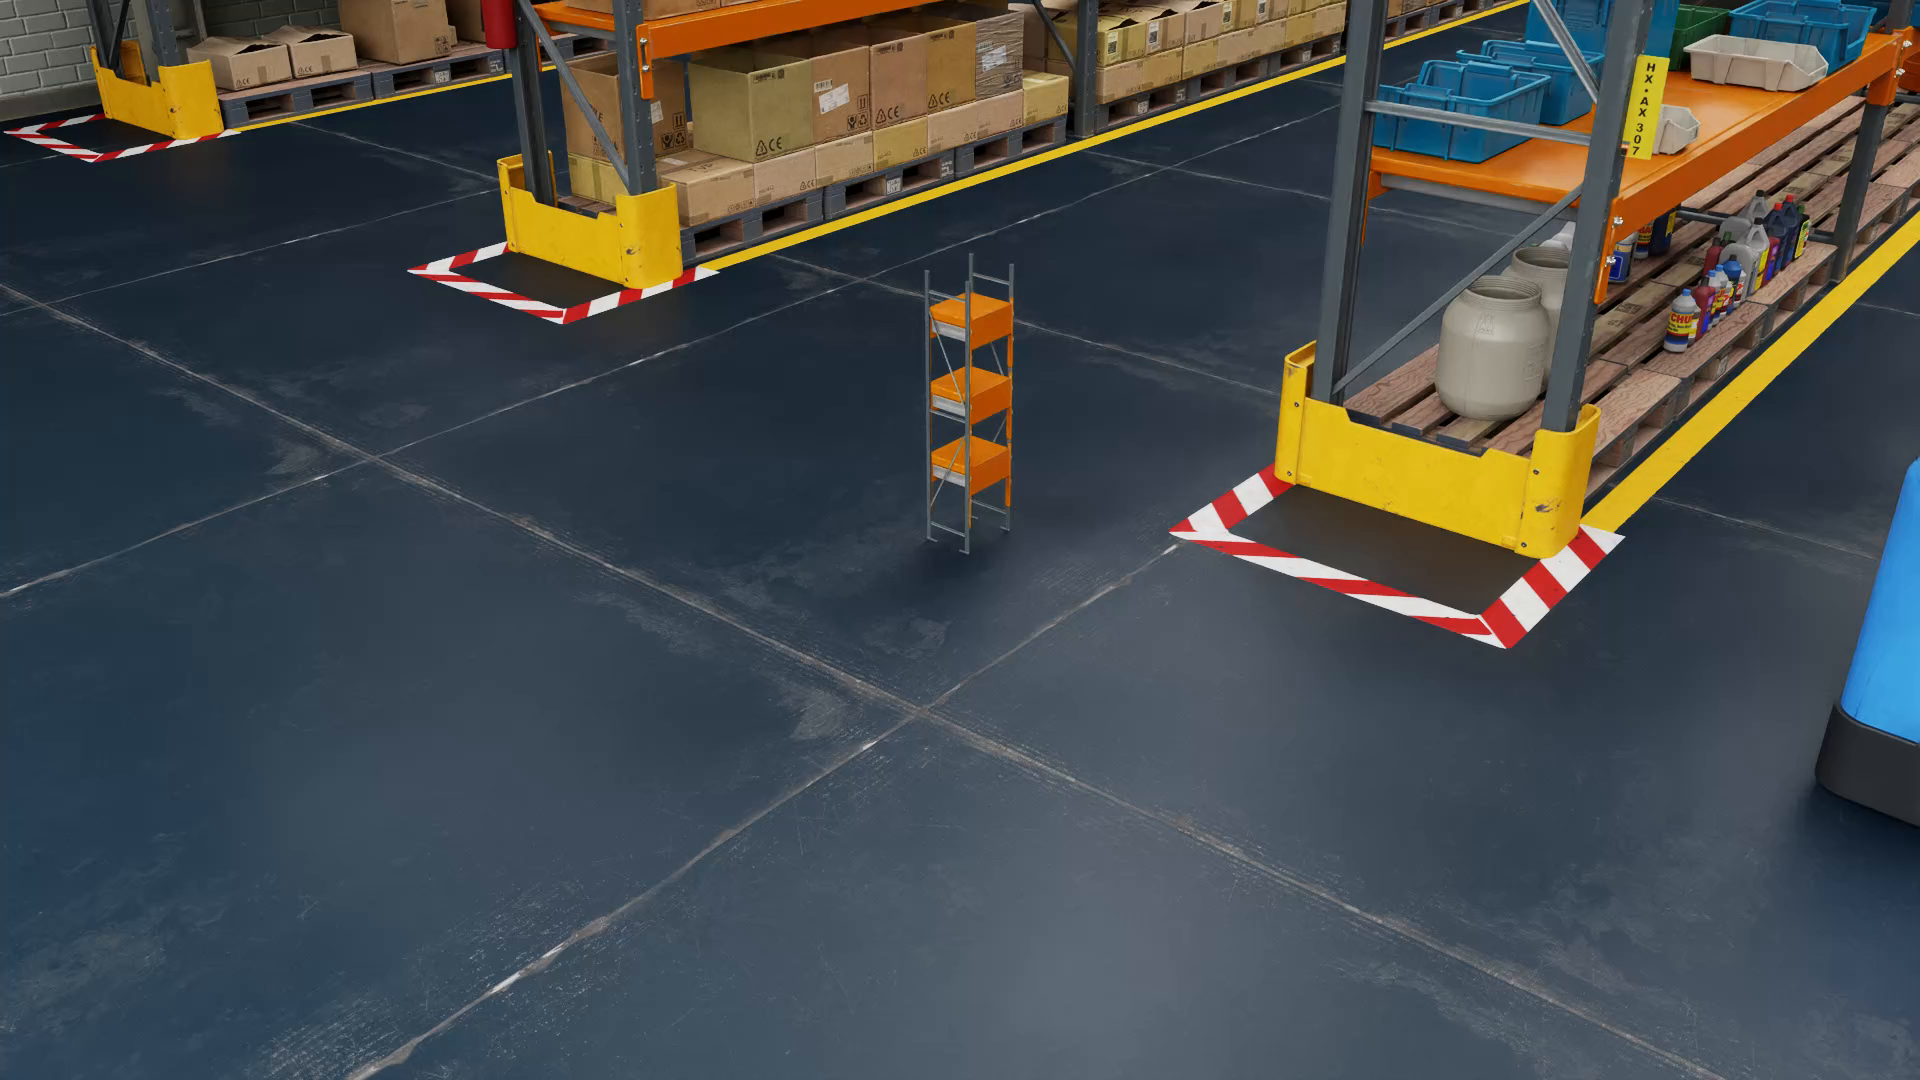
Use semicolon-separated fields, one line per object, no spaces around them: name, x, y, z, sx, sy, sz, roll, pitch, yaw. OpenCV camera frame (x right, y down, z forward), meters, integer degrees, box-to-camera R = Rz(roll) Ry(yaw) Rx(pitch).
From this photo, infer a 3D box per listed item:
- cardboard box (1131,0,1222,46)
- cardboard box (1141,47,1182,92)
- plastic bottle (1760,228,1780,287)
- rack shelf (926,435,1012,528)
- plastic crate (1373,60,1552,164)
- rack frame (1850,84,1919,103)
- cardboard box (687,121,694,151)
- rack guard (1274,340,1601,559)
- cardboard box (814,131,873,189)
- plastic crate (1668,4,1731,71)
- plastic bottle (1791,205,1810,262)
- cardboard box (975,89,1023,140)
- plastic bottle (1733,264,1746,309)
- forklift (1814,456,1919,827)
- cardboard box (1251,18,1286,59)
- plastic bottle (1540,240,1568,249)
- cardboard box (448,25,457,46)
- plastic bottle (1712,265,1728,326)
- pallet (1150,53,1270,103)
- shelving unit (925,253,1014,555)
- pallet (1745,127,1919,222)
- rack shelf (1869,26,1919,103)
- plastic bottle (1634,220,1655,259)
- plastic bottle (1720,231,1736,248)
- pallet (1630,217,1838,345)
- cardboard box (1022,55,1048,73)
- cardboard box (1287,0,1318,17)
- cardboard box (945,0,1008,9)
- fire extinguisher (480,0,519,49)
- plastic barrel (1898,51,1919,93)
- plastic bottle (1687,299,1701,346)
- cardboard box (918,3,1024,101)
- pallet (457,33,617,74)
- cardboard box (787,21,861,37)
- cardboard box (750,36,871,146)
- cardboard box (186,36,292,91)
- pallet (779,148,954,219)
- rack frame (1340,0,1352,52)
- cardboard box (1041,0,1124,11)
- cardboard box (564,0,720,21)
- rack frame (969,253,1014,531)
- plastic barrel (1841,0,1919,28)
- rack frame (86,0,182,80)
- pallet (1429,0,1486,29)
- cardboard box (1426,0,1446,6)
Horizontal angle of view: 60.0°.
cardboard box;1.629;-3.956;12.559;0.500;0.311;0.500;19;33;33
cardboard box;1.297;-3.525;12.335;0.500;0.250;0.500;22;34;36
plastic bottle;3.962;-1.398;8.165;0.061;0.283;0.133;23;35;38
rack shelf;0.034;-0.229;6.178;0.215;0.259;0.240;21;34;34
plastic crate;1.886;-1.640;6.318;0.499;0.251;0.616;21;34;34
rack frame;6.887;-4.278;11.255;1.000;3.000;0.127;21;34;34
cardboard box;-1.599;-2.313;9.992;0.500;0.250;0.500;21;34;34
rack guard;1.811;-0.372;6.425;1.175;0.500;0.348;21;34;34
cardboard box;-0.875;-2.336;10.037;0.500;0.250;0.500;21;34;34
plastic crate;3.262;-2.367;7.791;0.450;0.188;0.662;21;34;34
plastic bottle;4.291;-1.582;8.520;0.061;0.283;0.133;23;35;37
cardboard box;0.071;-2.871;11.071;0.500;0.250;0.500;21;34;34
plastic bottle;3.668;-1.211;7.892;0.097;0.201;0.097;0;27;0
forklift;3.831;-0.887;4.775;1.130;2.935;3.031;23;35;37
cardboard box;2.274;-4.073;13.394;0.500;0.250;0.500;22;34;36
plastic bottle;2.810;-1.288;7.960;0.152;0.276;0.135;21;34;35
cardboard box;-4.334;-4.123;13.579;0.380;0.149;0.250;18;32;30
plastic bottle;3.474;-1.134;7.668;0.097;0.271;0.097;0;27;0
pallet;1.737;-3.777;13.322;1.003;0.211;1.213;21;34;34
shelving unit;0.034;-0.485;6.045;0.215;1.050;0.252;21;34;34
pallet;5.588;-2.345;10.554;1.003;0.211;1.213;21;34;34
rack shelf;5.615;-3.249;10.049;1.077;0.370;4.000;21;34;34
plastic bottle;3.510;-1.592;8.553;0.097;0.271;0.097;0;27;0
plastic bottle;3.733;-1.374;8.119;0.061;0.283;0.133;21;34;34
pallet;3.884;-1.395;8.717;1.003;0.211;1.213;21;34;34
cardboard box;0.563;-3.506;12.297;0.500;0.250;0.500;20;34;34
cardboard box;2.599;-4.497;13.604;0.500;0.311;0.500;20;34;34
cardboard box;-0.013;-3.534;11.536;0.500;0.500;0.500;21;34;34
fire extinguisher;-2.455;-2.950;8.772;0.296;0.674;0.183;21;34;34
plastic barrel;7.185;-3.679;12.002;0.600;0.830;0.708;21;34;34
plastic bottle;3.258;-0.982;7.451;0.097;0.201;0.097;0;27;0
cardboard box;0.070;-3.205;10.900;0.500;0.500;0.500;21;34;34
pallet;-3.702;-4.268;14.271;1.003;0.211;1.213;21;34;34
cardboard box;-0.966;-3.002;10.507;0.500;0.500;0.500;21;34;34
cardboard box;-0.884;-2.673;9.871;0.500;0.500;0.500;21;34;34
cardboard box;-5.336;-3.557;12.309;0.500;0.311;0.500;17;32;29
pallet;-0.791;-2.366;10.594;1.003;0.211;1.213;21;34;34
rack frame;3.067;-5.727;14.056;1.000;3.000;0.127;21;34;34
cardboard box;0.886;-3.937;12.520;0.500;0.311;0.500;22;34;36
cardboard box;-1.714;-3.097;8.862;0.700;0.500;0.500;21;34;34
rack frame;0.112;-0.529;6.129;0.200;1.050;0.008;21;34;34
plastic barrel;4.822;-3.131;8.492;0.600;0.901;0.708;21;34;34
rack frame;-5.846;-4.337;11.369;1.000;3.000;0.127;21;34;34
pallet;4.348;-5.173;16.019;1.003;0.211;1.213;21;34;34
cardboard box;4.229;-5.253;15.382;0.500;0.500;0.500;20;34;34
